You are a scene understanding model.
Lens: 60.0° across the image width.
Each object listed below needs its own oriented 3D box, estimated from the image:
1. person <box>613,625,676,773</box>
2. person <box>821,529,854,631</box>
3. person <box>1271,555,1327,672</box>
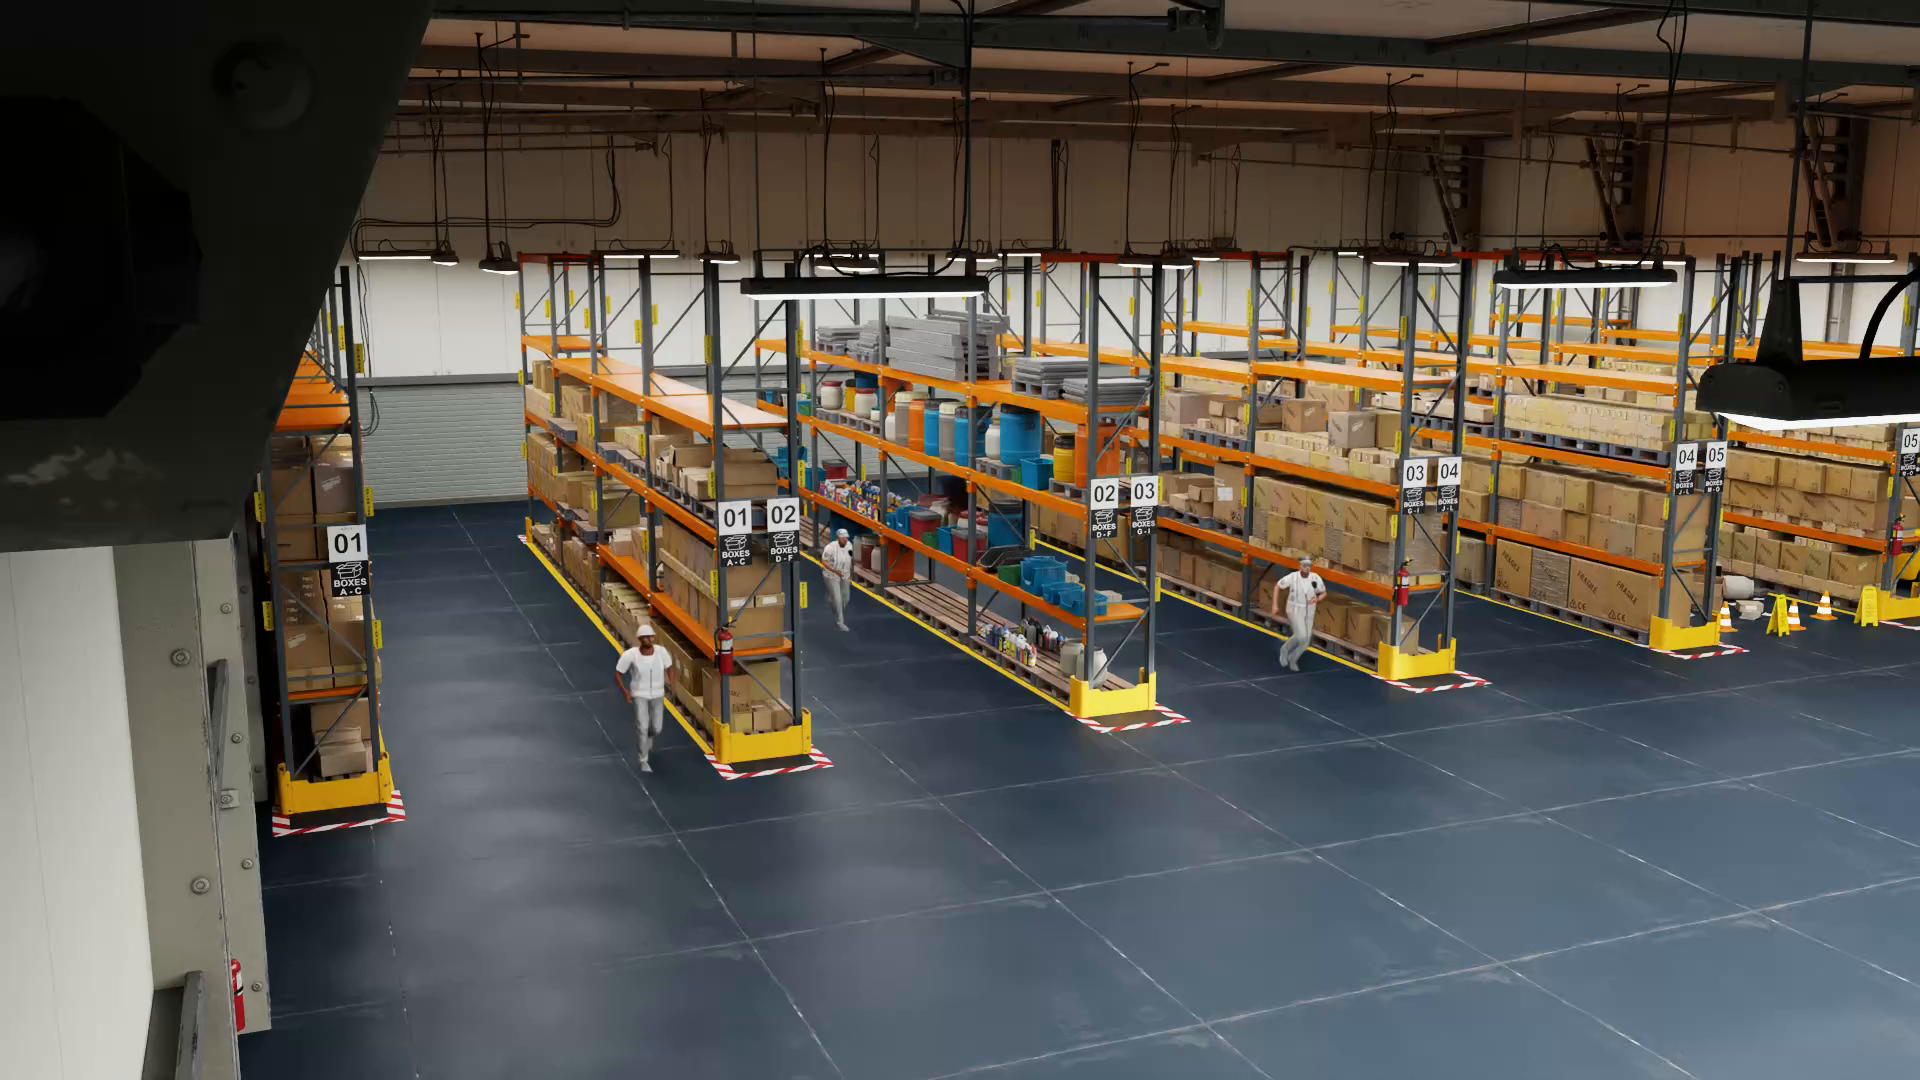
[{"bbox_3d":[-3.791,1.882,20.080,0.737,1.764,0.745,-5,12,-26],"label":"person"},{"bbox_3d":[-1.903,0.589,25.804,0.572,1.609,0.740,-5,12,-27],"label":"person"},{"bbox_3d":[5.004,1.073,24.440,0.759,1.740,0.603,-4,11,-19],"label":"person"}]
